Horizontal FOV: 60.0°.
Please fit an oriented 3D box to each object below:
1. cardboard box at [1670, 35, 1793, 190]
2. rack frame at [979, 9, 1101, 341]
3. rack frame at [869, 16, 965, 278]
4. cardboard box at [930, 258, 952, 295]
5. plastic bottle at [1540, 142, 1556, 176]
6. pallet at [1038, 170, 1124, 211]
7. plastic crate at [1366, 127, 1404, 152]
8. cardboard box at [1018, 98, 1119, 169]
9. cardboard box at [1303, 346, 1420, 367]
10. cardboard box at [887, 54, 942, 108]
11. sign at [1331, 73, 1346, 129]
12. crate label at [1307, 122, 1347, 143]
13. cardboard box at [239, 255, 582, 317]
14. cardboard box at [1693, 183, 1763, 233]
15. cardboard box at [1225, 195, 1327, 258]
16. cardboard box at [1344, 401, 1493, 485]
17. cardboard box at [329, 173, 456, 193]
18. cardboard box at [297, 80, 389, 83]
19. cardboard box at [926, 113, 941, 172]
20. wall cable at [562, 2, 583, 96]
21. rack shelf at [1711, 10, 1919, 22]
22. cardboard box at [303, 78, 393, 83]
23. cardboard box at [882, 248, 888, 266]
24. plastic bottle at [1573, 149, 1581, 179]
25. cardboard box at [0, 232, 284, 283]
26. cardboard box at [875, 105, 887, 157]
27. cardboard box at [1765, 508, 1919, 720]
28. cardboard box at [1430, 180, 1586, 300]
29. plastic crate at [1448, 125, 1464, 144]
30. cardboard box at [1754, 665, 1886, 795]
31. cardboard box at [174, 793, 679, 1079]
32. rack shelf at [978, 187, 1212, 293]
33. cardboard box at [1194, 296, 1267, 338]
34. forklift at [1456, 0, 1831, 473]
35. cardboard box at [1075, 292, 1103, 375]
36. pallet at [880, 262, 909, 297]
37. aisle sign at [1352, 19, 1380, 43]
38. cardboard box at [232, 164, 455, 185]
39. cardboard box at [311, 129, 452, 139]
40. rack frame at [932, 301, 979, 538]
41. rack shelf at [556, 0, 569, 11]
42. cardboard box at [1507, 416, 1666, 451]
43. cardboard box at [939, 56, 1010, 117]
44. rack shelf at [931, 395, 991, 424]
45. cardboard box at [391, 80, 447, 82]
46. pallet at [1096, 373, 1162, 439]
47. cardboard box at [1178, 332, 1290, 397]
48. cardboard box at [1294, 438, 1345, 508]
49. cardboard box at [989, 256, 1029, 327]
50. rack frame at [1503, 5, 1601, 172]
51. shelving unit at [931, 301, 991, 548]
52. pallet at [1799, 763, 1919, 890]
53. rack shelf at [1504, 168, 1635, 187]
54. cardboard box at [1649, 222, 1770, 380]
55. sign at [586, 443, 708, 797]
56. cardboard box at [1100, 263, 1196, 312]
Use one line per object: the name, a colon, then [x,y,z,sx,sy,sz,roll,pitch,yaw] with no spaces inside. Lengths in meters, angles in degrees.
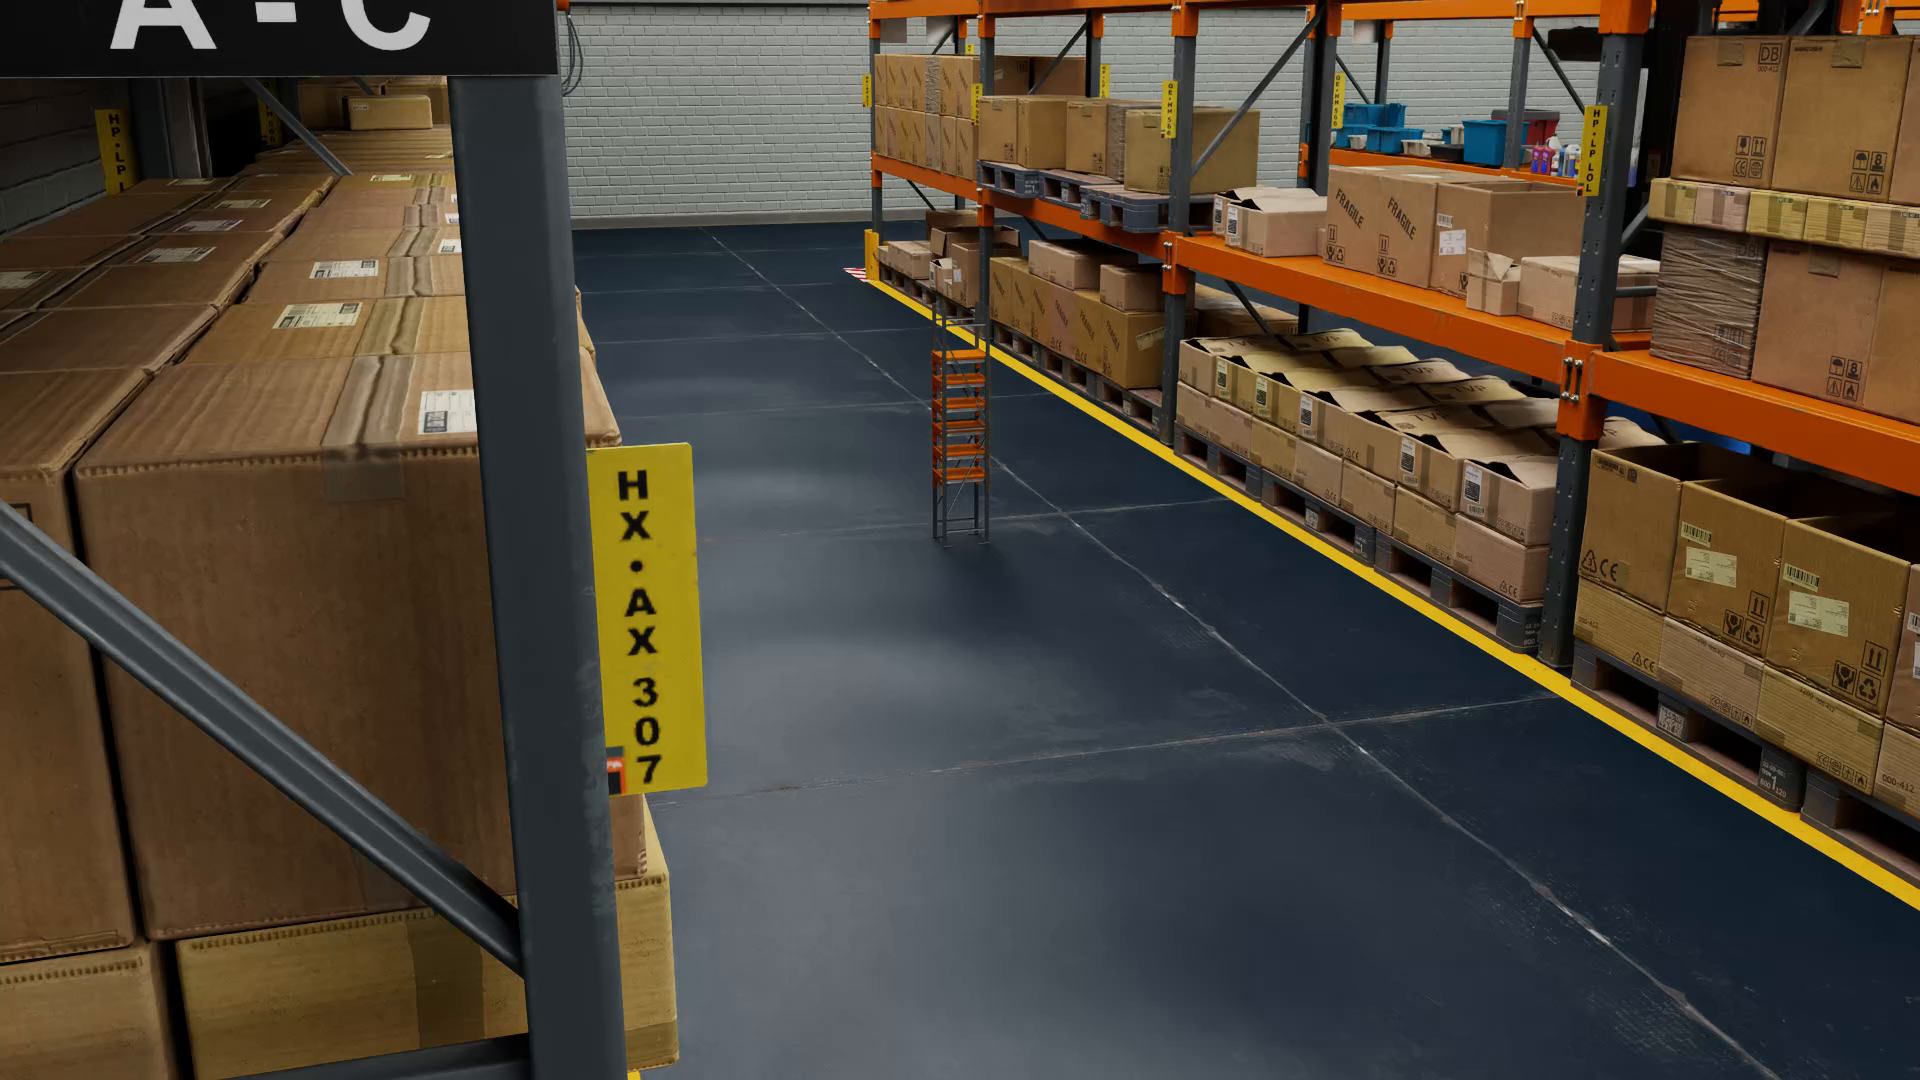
cardboard box: [2.987,-1.513,5.847,0.700,0.500,0.500,-5,17,-15]
rack frame: [0.660,-3.179,13.822,1.000,3.000,0.127,-5,17,-15]
rack frame: [-0.439,-4.286,17.505,1.000,3.000,0.127,-5,17,-15]
cardboard box: [0.025,-2.445,15.286,0.500,0.311,0.500,-5,17,-15]
plastic bottle: [5.151,-3.342,14.566,0.061,0.283,0.133,-5,17,-15]
pallet: [1.220,-2.518,11.956,1.003,0.211,1.213,-5,17,-15]
plastic crate: [4.438,-4.166,17.295,0.416,0.233,0.300,-5,17,-15]
cardboard box: [0.825,-3.094,12.636,0.700,0.500,0.500,-2,17,-6]
cardboard box: [2.289,-0.957,9.499,0.500,0.311,0.500,-5,17,-16]
cardboard box: [-0.420,-4.525,16.390,0.500,0.500,0.500,-5,17,-15]
sign: [2.292,-2.672,10.121,0.100,0.325,0.005,-5,17,-15]
crate label: [4.076,-4.531,18.507,0.416,0.233,0.303,-5,17,-15]
cardboard box: [-0.909,-0.201,2.829,0.500,0.500,0.500,-5,18,-17]
cardboard box: [2.815,-1.166,5.818,0.380,0.149,0.250,-4,17,-14]
cardboard box: [1.819,-1.767,9.277,0.500,0.311,0.500,-5,17,-16]
cardboard box: [2.188,-0.490,7.945,0.500,0.311,0.500,-5,17,-15]
cardboard box: [-1.476,-0.764,4.705,0.500,0.500,0.500,-5,17,-15]
cardboard box: [-3.516,-2.488,9.491,0.500,0.250,0.500,-5,18,-17]
cardboard box: [-0.011,-3.630,15.147,0.500,0.500,0.500,-4,17,-14]
wall cable: [-6.412,-6.872,21.084,3.097,2.526,0.112,-5,17,-15]
rack shelf: [9.636,-5.607,17.940,1.077,0.370,4.000,-5,17,-15]
cardboard box: [-3.653,-2.630,9.964,0.500,0.250,0.500,-5,17,-17]
cardboard box: [-0.586,-2.927,17.144,0.380,0.166,0.250,-5,17,-15]
plastic bottle: [5.291,-3.215,14.163,0.097,0.271,0.097,0,17,0]
cardboard box: [-1.552,-0.300,3.158,0.500,0.500,0.500,-4,17,-14]
cardboard box: [-0.571,-4.190,17.013,0.500,0.500,0.500,-4,17,-14]
cardboard box: [2.960,0.220,5.252,0.500,0.500,0.500,-5,17,-15]
cardboard box: [2.518,-1.374,7.638,0.500,0.500,0.500,-3,17,-11]
plastic crate: [5.181,-3.979,16.585,0.437,0.282,0.530,-5,17,-15]
cardboard box: [2.959,0.579,5.360,0.500,0.250,0.500,-5,17,-15]
cardboard box: [-0.633,0.435,2.016,0.500,0.250,0.500,-5,17,-17]
rack shelf: [1.210,-2.282,12.084,1.077,0.370,4.000,-5,17,-15]
cardboard box: [1.760,-1.379,11.410,0.500,0.500,0.500,-5,18,-17]
forklift: [4.176,-2.006,10.036,1.130,2.935,3.031,-5,17,-16]
cardboard box: [1.135,-1.470,11.711,0.500,0.500,0.500,-5,18,-17]
pallet: [-0.198,-2.709,17.103,1.003,0.211,1.213,-5,17,-15]
aisle sign: [4.586,-5.964,18.575,0.394,0.787,0.004,-5,17,-15]
cardboard box: [-2.011,-0.976,5.548,0.700,0.500,0.500,-5,17,-15]
cardboard box: [-2.684,-1.657,7.816,0.700,0.500,0.500,-6,18,-20]
rack frame: [-0.021,-0.596,8.350,0.240,1.200,0.006,-5,17,-15]
rack shelf: [-1.354,-1.113,2.978,1.077,0.370,4.000,-5,17,-15]
cardboard box: [2.852,-0.392,7.618,0.500,0.311,0.500,-5,17,-16]
cardboard box: [0.129,-3.967,14.532,0.500,0.500,0.500,-5,17,-16]
rack shelf: [0.004,-0.643,8.244,0.258,0.103,0.180,-5,17,-15]
cardboard box: [-3.028,-2.534,9.644,0.500,0.250,0.500,-5,17,-16]
pallet: [1.590,-0.947,11.237,1.003,0.211,1.213,-5,17,-15]
cardboard box: [1.621,-1.058,9.834,0.500,0.311,0.500,-4,17,-13]
cardboard box: [2.049,-0.365,8.502,0.500,0.250,0.500,-4,17,-14]
cardboard box: [0.559,-2.040,13.609,0.500,0.500,0.500,-6,18,-18]
rack frame: [5.424,-3.570,15.122,1.000,3.000,0.127,-5,17,-15]
shelving unit: [0.004,-0.571,8.266,0.258,1.200,0.189,-5,17,-15]
pallet: [3.376,0.930,4.988,1.003,0.211,1.213,-5,17,-15]
rack shelf: [5.973,-2.672,13.384,1.077,0.370,4.000,-5,17,-15]
cardboard box: [2.987,-0.892,6.034,0.700,0.500,0.500,-5,17,-17]
sign: [-0.282,0.075,1.483,0.100,0.325,0.005,-5,17,-15]
cardboard box: [1.257,-1.701,11.177,0.500,0.250,0.500,-4,17,-13]
